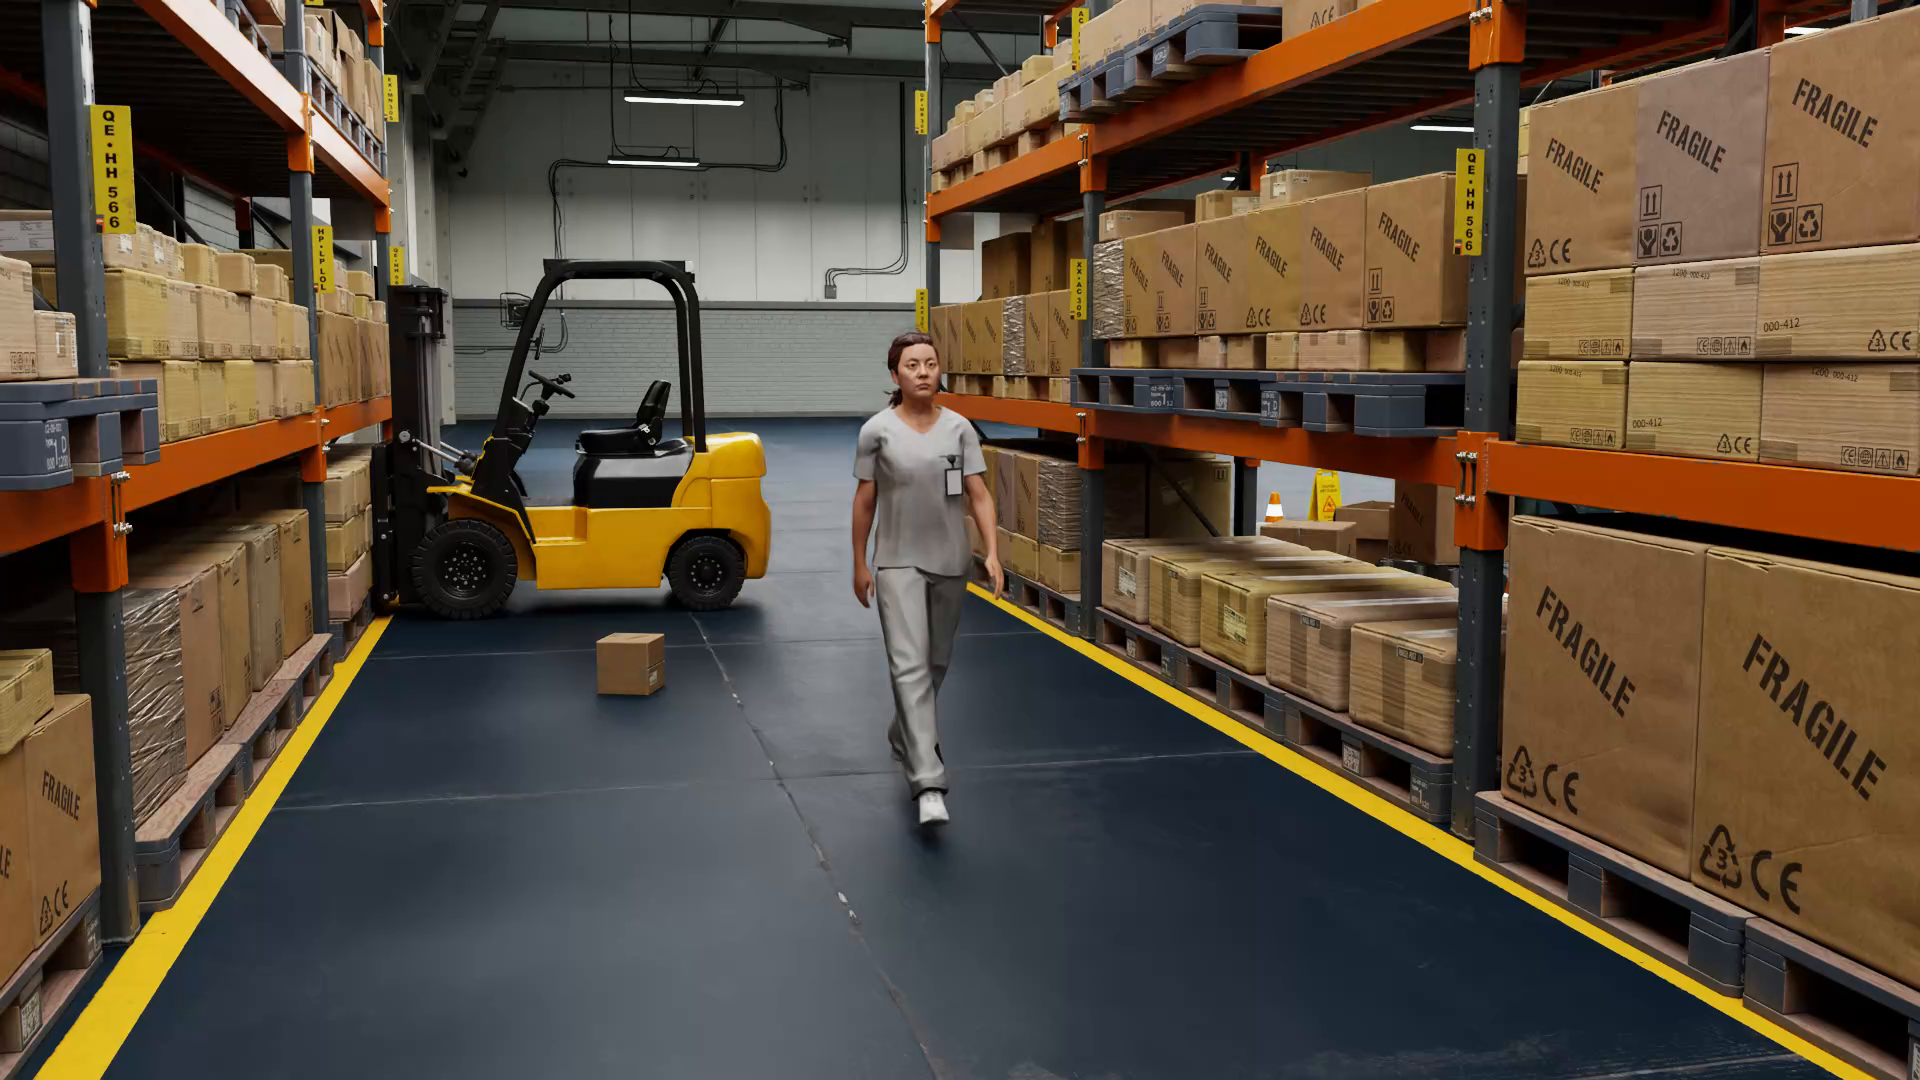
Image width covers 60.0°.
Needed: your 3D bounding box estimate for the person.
[{"bbox_3d":[-0.102,0.092,5.701,0.459,1.604,1.029,-2,7,-19],"label":"person"}]
